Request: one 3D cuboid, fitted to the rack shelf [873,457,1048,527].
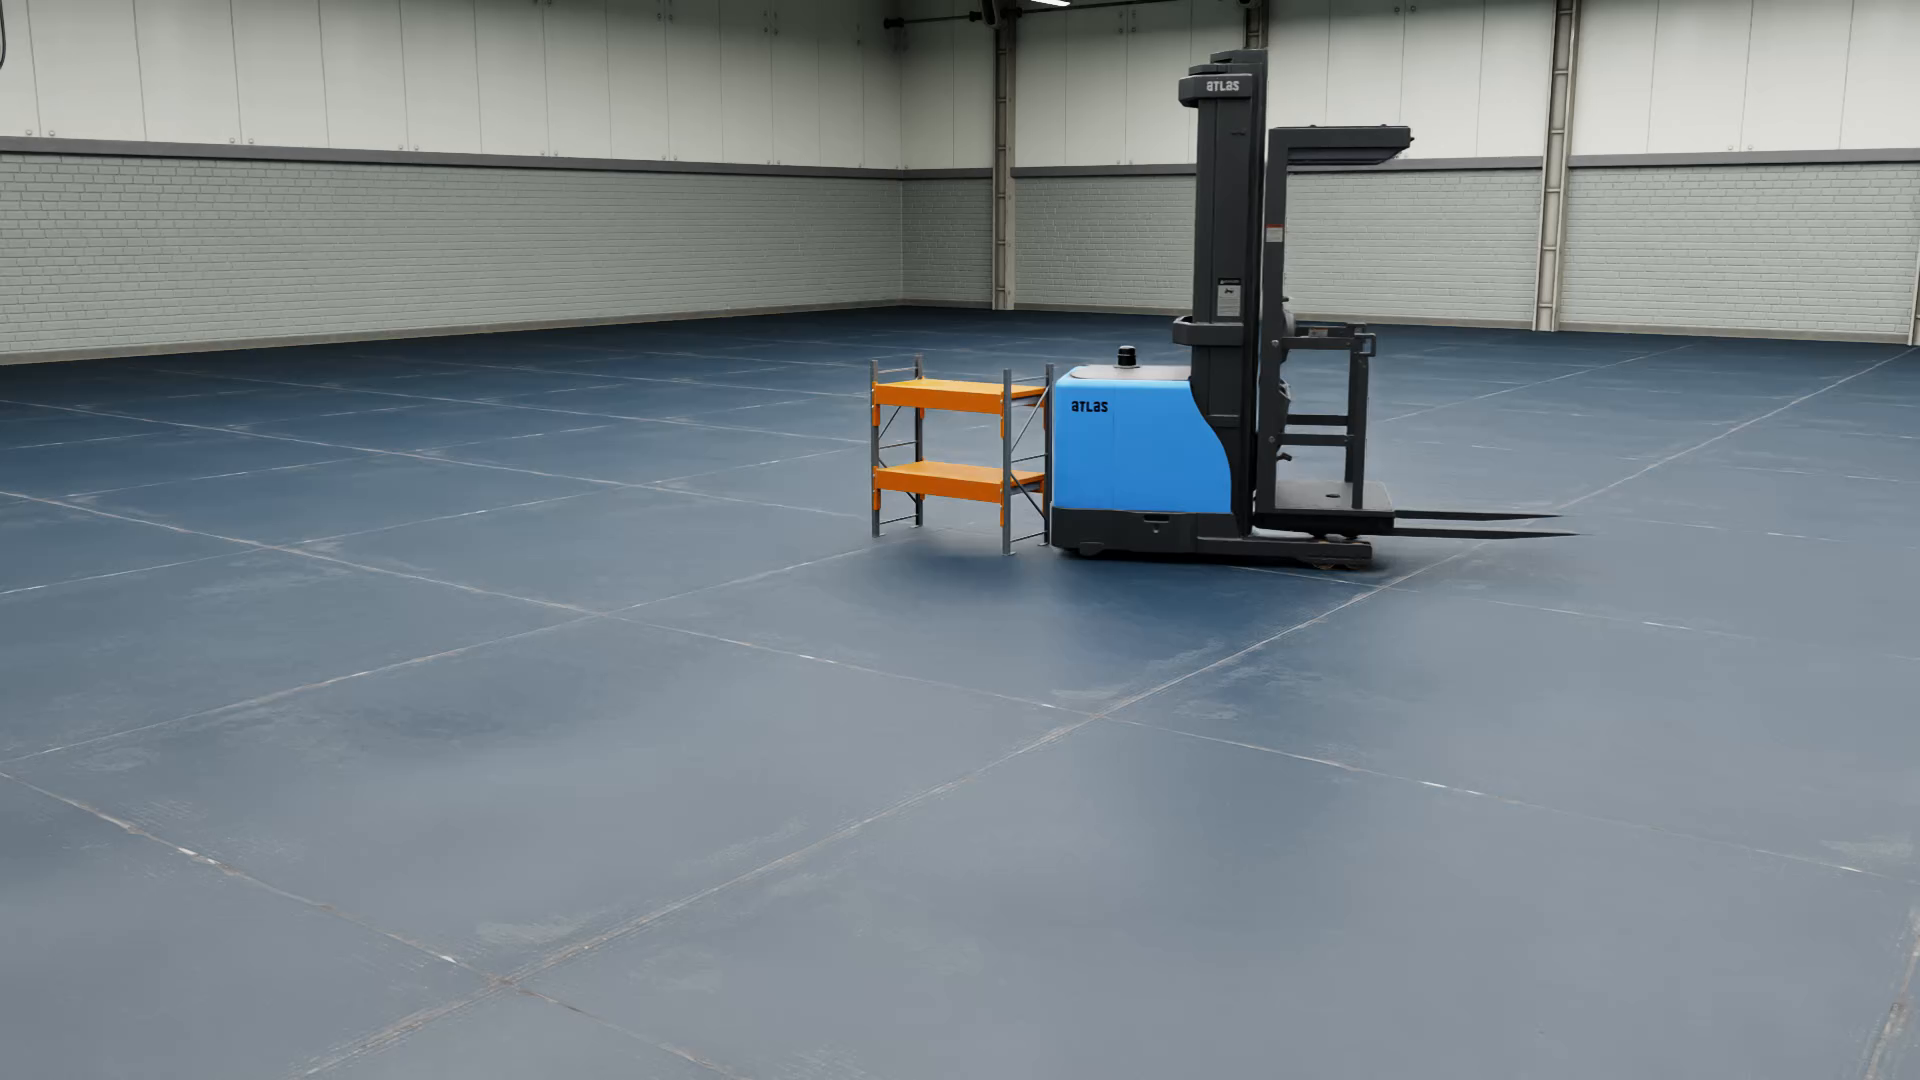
[{"bbox_3d":[0.005,-0.311,10.465,1.000,0.278,0.538,8,13,36],"label":"rack shelf"}]

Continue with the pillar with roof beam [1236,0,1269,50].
[{"bbox_3d":[3.258,-8.243,29.445,0.548,9.000,9.100,8,13,36],"label":"pillar with roof beam"}]

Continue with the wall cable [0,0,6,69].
[{"bbox_3d":[-13.635,-8.409,21.350,0.169,6.003,2.305,8,13,36],"label":"wall cable"}]

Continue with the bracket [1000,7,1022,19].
[{"bbox_3d":[1.095,-11.243,35.475,0.430,0.232,0.235,8,13,36],"label":"bracket"}]

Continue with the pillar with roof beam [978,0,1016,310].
[{"bbox_3d":[-1.578,-8.917,32.932,0.548,9.000,9.100,8,13,36],"label":"pillar with roof beam"}]

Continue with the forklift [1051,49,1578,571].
[{"bbox_3d":[2.116,-1.369,9.892,3.031,2.935,1.130,2,11,10],"label":"forklift"}]

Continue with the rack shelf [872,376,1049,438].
[{"bbox_3d":[0.005,-0.839,10.363,1.000,0.278,0.538,8,13,36],"label":"rack shelf"}]

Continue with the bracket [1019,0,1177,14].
[{"bbox_3d":[3.171,-10.953,33.977,4.783,0.066,0.076,8,13,36],"label":"bracket"}]

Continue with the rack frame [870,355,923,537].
[{"bbox_3d":[-0.404,-0.609,10.714,0.032,1.125,0.500,8,13,36],"label":"rack frame"}]

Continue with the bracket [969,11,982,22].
[{"bbox_3d":[0.426,-11.336,35.957,0.430,0.232,0.235,8,13,36],"label":"bracket"}]

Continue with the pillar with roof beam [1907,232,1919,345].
[{"bbox_3d":[12.930,-6.894,22.471,0.400,9.000,9.100,8,13,36],"label":"pillar with roof beam"}]

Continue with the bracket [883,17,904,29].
[{"bbox_3d":[-1.485,-11.602,37.334,0.430,0.232,0.235,8,13,36],"label":"bracket"}]

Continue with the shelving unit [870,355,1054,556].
[{"bbox_3d":[0.005,-0.552,10.419,1.048,1.125,0.538,8,13,36],"label":"shelving unit"}]

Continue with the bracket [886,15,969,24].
[{"bbox_3d":[-1.009,-11.536,36.991,3.189,0.066,0.076,8,13,36],"label":"bracket"}]

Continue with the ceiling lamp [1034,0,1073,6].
[{"bbox_3d":[1.148,-11.248,29.613,0.800,3.185,2.000,8,13,36],"label":"ceiling lamp"}]

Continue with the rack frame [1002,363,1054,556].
[{"bbox_3d":[0.415,-0.494,10.124,0.032,1.125,0.500,8,13,36],"label":"rack frame"}]

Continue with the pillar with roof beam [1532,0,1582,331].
[{"bbox_3d":[8.094,-7.568,25.958,0.400,9.000,9.100,8,13,36],"label":"pillar with roof beam"}]
